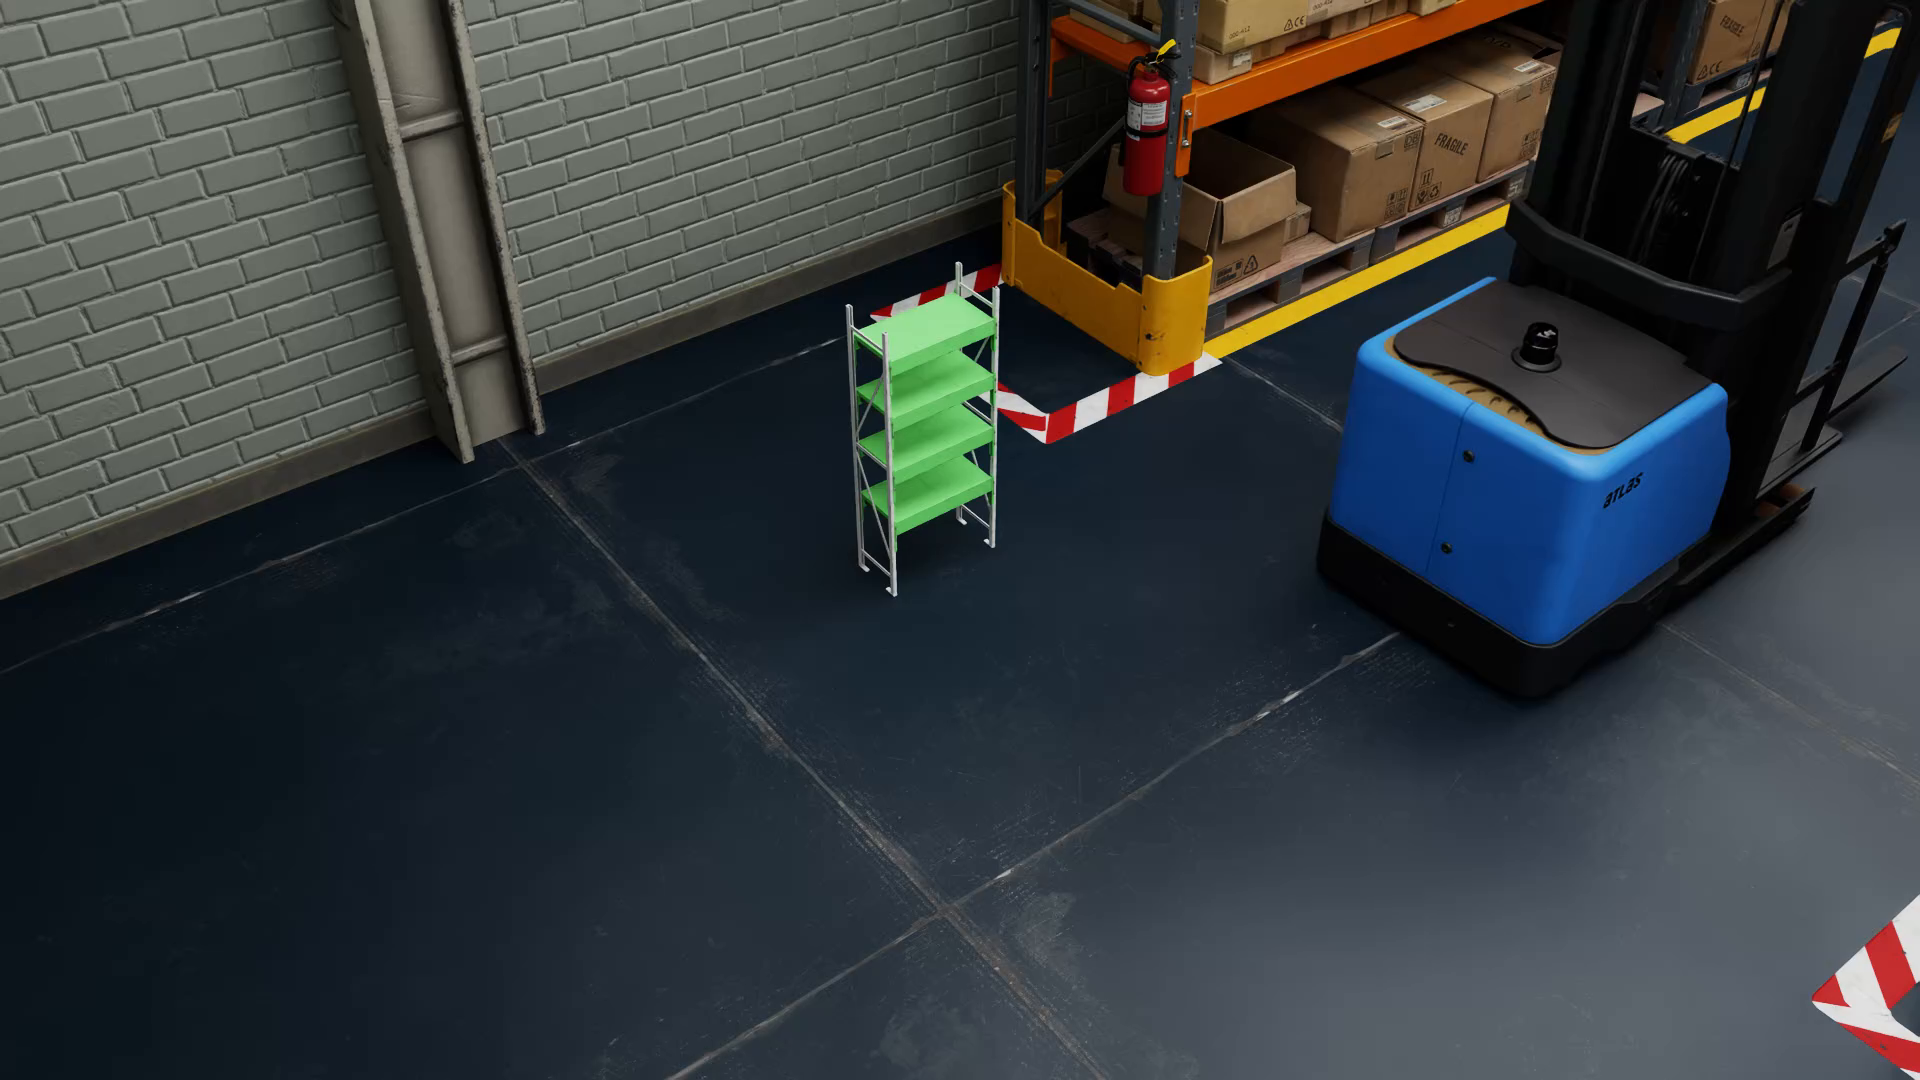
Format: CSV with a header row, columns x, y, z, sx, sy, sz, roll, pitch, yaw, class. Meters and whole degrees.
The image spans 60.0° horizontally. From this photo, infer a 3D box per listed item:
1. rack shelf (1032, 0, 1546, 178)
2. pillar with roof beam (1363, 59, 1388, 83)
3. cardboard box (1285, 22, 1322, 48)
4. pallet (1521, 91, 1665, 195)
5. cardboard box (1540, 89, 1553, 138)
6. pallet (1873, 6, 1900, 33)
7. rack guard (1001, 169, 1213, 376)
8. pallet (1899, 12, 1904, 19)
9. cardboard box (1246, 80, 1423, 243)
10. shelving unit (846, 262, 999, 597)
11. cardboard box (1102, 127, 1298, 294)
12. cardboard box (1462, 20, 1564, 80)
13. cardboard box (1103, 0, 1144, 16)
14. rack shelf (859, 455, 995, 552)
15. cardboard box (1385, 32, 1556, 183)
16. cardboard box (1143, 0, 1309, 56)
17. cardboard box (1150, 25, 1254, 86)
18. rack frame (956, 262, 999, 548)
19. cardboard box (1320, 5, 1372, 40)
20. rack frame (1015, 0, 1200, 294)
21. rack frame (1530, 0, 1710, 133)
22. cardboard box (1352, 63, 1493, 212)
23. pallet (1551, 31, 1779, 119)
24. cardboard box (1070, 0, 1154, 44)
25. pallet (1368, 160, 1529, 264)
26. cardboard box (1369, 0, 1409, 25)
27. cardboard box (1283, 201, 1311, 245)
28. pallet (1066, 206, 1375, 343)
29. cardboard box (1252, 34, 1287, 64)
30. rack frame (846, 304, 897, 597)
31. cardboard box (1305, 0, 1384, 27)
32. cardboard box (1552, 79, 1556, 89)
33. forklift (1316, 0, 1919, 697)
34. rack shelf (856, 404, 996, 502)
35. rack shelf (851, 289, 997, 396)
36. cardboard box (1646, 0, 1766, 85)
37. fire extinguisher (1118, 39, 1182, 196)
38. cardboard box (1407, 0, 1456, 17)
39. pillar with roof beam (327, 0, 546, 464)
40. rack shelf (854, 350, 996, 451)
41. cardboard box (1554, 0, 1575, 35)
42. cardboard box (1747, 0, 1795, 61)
x,y,z,sx,sy,sz,roll,pitch,yaw,class
2.199,-2.723,8.272,4.000,0.370,1.077,-26,46,-28,rack shelf
5.307,-4.113,4.669,0.400,9.000,9.100,-26,46,-28,pillar with roof beam
1.402,-2.361,7.461,0.250,0.149,0.380,-27,46,-29,cardboard box
3.240,-2.431,9.548,1.213,0.211,1.003,-26,46,-28,pallet
3.239,-2.379,9.109,0.258,0.266,0.396,-24,45,-27,cardboard box
5.375,-3.504,10.855,1.213,0.211,1.003,-26,46,-28,pallet
0.674,-1.292,7.930,0.348,0.500,1.175,-26,46,-28,rack guard
6.342,-3.973,11.426,1.213,0.211,1.003,-26,46,-28,pallet
1.858,-1.924,8.370,0.500,0.500,0.700,-24,45,-26,cardboard box
-0.131,-0.400,6.291,0.503,1.200,0.258,-26,46,-28,shelving unit
1.156,-1.615,7.990,0.637,0.503,0.797,-28,47,-30,cardboard box
3.117,-2.761,9.539,0.500,0.311,0.500,-24,45,-27,cardboard box
0.817,-2.597,7.434,0.500,0.250,0.500,-25,45,-27,cardboard box
-0.131,-0.165,6.484,0.480,0.148,0.258,-26,46,-28,rack shelf
2.681,-2.325,8.859,0.500,0.500,0.700,-28,47,-30,cardboard box
1.138,-2.326,7.103,0.500,0.250,0.500,-26,46,-28,cardboard box
1.041,-2.121,7.168,0.250,0.149,0.380,-26,46,-28,cardboard box
0.062,-0.494,6.406,0.015,1.200,0.240,-26,46,-28,rack frame
1.640,-2.428,7.543,0.250,0.149,0.380,-25,45,-27,cardboard box
0.614,-2.229,7.102,0.127,3.000,1.000,-26,46,-28,rack frame
3.785,-3.775,8.986,0.127,3.000,1.000,-26,46,-28,rack frame
2.338,-2.078,8.558,0.500,0.500,0.500,-25,46,-27,cardboard box
4.407,-3.030,10.277,1.213,0.211,1.003,-26,46,-28,pallet
0.713,-2.395,7.502,0.250,0.149,0.380,-27,46,-29,cardboard box
2.272,-1.957,8.970,1.213,0.211,1.003,-26,46,-28,pallet
1.847,-2.534,7.671,0.250,0.149,0.380,-25,46,-27,cardboard box
1.517,-1.622,8.279,0.250,0.149,0.380,-28,47,-30,cardboard box
1.305,-1.488,8.398,1.213,0.211,1.003,-26,46,-28,pallet
1.215,-2.242,7.316,0.250,0.149,0.380,-25,45,-27,cardboard box
-0.325,-0.306,6.176,0.015,1.200,0.240,-26,46,-28,rack frame
1.537,-2.520,7.341,0.500,0.250,0.500,-25,46,-28,cardboard box
3.522,-2.472,9.315,0.250,0.149,0.380,-27,47,-29,cardboard box
2.859,-1.356,6.092,3.031,2.935,1.130,-28,47,-30,forklift
-0.131,-0.350,6.332,0.480,0.148,0.258,-26,46,-28,rack shelf
-0.131,-0.722,6.028,0.480,0.148,0.258,-26,46,-28,rack shelf
4.306,-3.044,9.736,0.500,0.500,0.500,-24,45,-26,cardboard box
0.779,-1.765,6.892,0.183,0.674,0.296,-26,46,-28,fire extinguisher
2.093,-2.593,7.744,0.250,0.149,0.380,-27,47,-29,cardboard box
0.550,-1.794,1.842,0.400,9.000,9.100,-26,46,-28,pillar with roof beam
-0.131,-0.536,6.180,0.480,0.148,0.258,-26,46,-28,rack shelf
3.994,-3.309,10.058,0.500,0.500,0.500,-26,46,-28,cardboard box
4.722,-3.255,9.993,0.500,0.500,0.500,-27,46,-29,cardboard box
